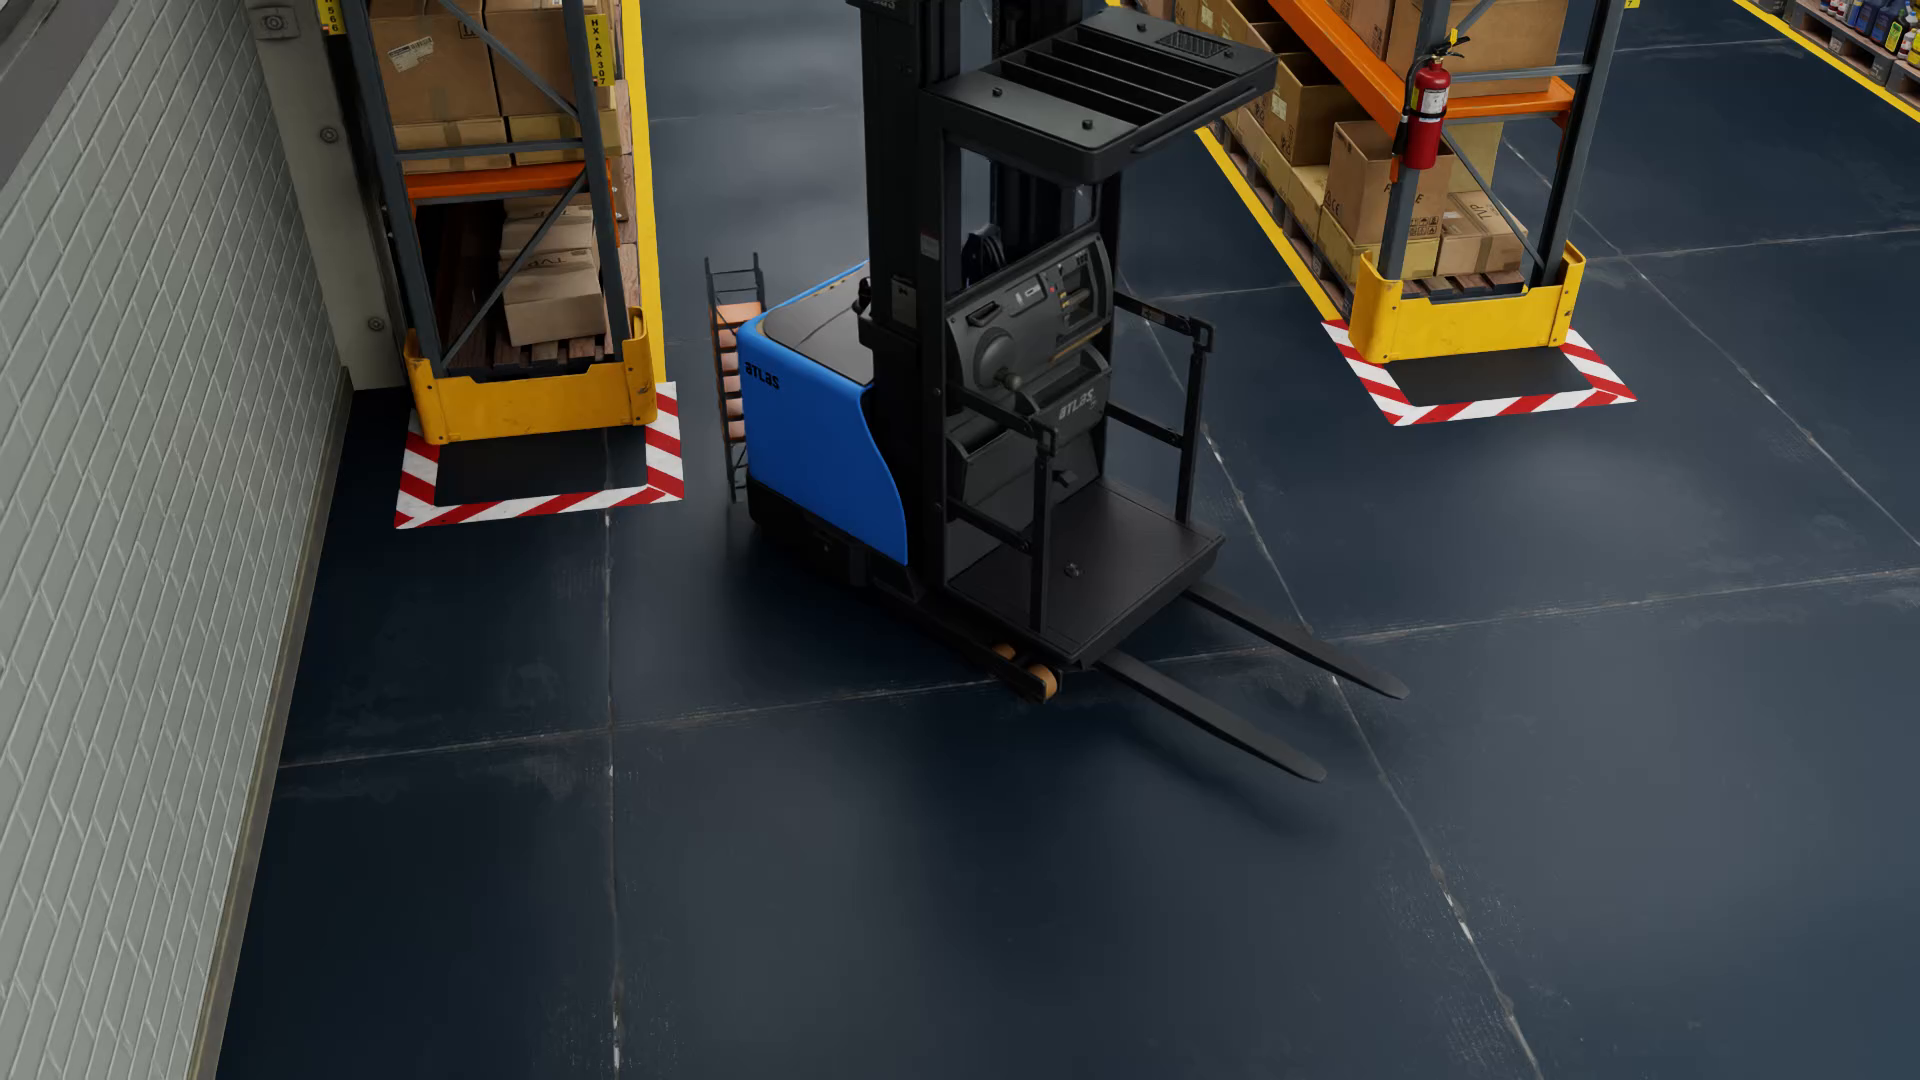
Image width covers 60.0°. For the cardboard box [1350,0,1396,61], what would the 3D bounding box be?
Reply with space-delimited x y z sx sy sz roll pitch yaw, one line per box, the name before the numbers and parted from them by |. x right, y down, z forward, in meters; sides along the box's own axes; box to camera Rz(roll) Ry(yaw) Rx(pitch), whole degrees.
cardboard box | 2.570 -2.952 9.023 0.700 0.500 0.500 -5 38 -7

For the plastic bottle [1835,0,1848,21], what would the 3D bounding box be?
plastic bottle | 6.572 -3.965 12.331 0.097 0.201 0.097 0 38 0

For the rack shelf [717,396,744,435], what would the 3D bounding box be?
rack shelf | -0.998 -0.599 7.806 0.258 0.103 0.180 -8 36 -10

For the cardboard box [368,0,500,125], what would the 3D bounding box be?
cardboard box | -2.432 -2.284 7.739 0.500 0.500 0.500 -7 38 -8

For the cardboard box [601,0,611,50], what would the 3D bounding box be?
cardboard box | -2.005 -2.642 8.201 0.500 0.500 0.500 -6 38 -8

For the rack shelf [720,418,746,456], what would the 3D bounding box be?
rack shelf | -0.997 -0.502 7.875 0.258 0.103 0.180 -8 36 -10

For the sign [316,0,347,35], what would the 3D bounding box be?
sign | -2.690 -2.311 7.079 0.100 0.325 0.005 -6 38 -8

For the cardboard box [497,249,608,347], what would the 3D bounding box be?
cardboard box | -2.173 -1.316 8.833 0.500 0.311 0.500 -10 39 -13

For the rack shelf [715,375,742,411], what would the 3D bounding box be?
rack shelf | -0.999 -0.697 7.736 0.258 0.103 0.180 -8 36 -10

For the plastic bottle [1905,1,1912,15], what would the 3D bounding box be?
plastic bottle | 6.789 -3.748 11.995 0.097 0.271 0.097 0 38 0

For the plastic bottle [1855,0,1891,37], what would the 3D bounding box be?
plastic bottle | 6.645 -3.854 12.066 0.144 0.351 0.185 -5 38 -7

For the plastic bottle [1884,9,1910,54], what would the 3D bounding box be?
plastic bottle | 6.666 -3.609 11.806 0.061 0.283 0.133 -5 38 -6

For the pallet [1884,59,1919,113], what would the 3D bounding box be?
pallet | 7.206 -3.009 11.451 1.003 0.211 1.213 -6 38 -8

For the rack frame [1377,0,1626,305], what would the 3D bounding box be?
rack frame | 2.736 -2.312 8.281 1.000 3.000 0.127 -6 38 -8

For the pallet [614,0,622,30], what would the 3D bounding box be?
pallet | -3.197 -4.300 13.113 1.003 0.211 1.213 -6 38 -8

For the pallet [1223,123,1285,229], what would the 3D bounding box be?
pallet | 2.350 -2.404 10.672 1.003 0.211 1.213 -6 38 -8

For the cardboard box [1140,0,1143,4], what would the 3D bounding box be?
cardboard box | 1.590 -4.333 12.781 0.500 0.250 0.500 -7 38 -9

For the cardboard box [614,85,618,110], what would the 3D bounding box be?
cardboard box | -2.019 -2.367 8.457 0.500 0.250 0.500 -7 38 -9

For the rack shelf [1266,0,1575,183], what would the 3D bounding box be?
rack shelf | 2.385 -3.236 10.057 1.077 0.370 4.000 -6 38 -8

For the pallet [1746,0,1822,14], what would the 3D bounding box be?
pallet | 6.736 -4.628 13.534 1.003 0.211 1.213 -6 38 -8

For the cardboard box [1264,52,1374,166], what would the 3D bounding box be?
cardboard box | 2.159 -2.582 9.917 0.500 0.500 0.500 -6 38 -8

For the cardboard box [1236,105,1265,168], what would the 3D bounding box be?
cardboard box | 2.076 -2.589 10.536 0.500 0.250 0.500 -6 38 -8

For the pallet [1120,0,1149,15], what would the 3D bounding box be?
pallet | 1.867 -4.068 12.814 1.003 0.211 1.213 -6 38 -8

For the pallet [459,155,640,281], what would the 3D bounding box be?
pallet | -2.472 -1.952 10.090 1.003 0.211 1.213 -6 38 -8

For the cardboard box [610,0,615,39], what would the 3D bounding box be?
cardboard box | -2.188 -2.981 9.247 0.500 0.250 0.500 -6 38 -8

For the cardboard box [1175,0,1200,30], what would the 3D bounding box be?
cardboard box | 1.808 -3.790 11.472 0.500 0.500 0.500 -6 38 -8

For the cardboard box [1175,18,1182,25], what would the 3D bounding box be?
cardboard box | 1.817 -3.495 11.703 0.500 0.250 0.500 -6 38 -8

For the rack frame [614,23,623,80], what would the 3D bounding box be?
rack frame | -2.842 -4.193 10.702 1.000 3.000 0.127 -6 38 -8

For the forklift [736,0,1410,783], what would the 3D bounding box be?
forklift | 0.445 -0.847 6.451 3.031 2.935 1.130 29 46 32

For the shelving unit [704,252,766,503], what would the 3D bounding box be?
shelving unit | -1.000 -0.733 7.710 0.258 1.200 0.189 -8 36 -10

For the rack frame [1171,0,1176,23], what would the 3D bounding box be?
rack frame | 2.035 -4.728 11.391 1.000 3.000 0.127 -6 38 -8

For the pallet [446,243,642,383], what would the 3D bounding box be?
pallet | -2.261 -1.216 9.143 1.003 0.211 1.213 -6 38 -8

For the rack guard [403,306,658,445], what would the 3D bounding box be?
rack guard | -2.154 -0.836 8.418 1.175 0.500 0.348 -6 38 -8

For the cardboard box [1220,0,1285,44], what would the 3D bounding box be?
cardboard box | 1.983 -3.186 10.694 0.500 0.500 0.500 -6 38 -8

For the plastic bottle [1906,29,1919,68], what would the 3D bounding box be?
plastic bottle | 6.752 -3.483 11.589 0.144 0.351 0.185 -7 38 -8

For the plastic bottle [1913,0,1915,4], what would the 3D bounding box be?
plastic bottle | 7.282 -4.142 12.558 0.097 0.201 0.097 0 38 0

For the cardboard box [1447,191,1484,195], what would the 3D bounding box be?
cardboard box | 2.770 -2.041 9.832 0.500 0.250 0.500 -6 38 -8

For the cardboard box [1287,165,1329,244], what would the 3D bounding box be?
cardboard box | 2.251 -1.985 9.759 0.500 0.250 0.500 -6 38 -8

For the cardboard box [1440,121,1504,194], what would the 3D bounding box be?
cardboard box | 2.771 -2.338 9.602 0.500 0.500 0.500 -6 38 -8

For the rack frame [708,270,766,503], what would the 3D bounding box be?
rack frame | -0.980 -0.681 7.637 0.240 1.200 0.006 -8 36 -10

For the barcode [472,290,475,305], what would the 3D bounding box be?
barcode | -2.570 -1.288 8.789 0.001 0.075 0.075 -6 38 -8

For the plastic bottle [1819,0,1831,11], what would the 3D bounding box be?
plastic bottle | 6.536 -4.115 12.467 0.097 0.271 0.097 0 38 0

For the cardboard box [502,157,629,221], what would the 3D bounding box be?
cardboard box | -2.353 -2.184 9.795 0.700 0.500 0.500 -9 39 -11
